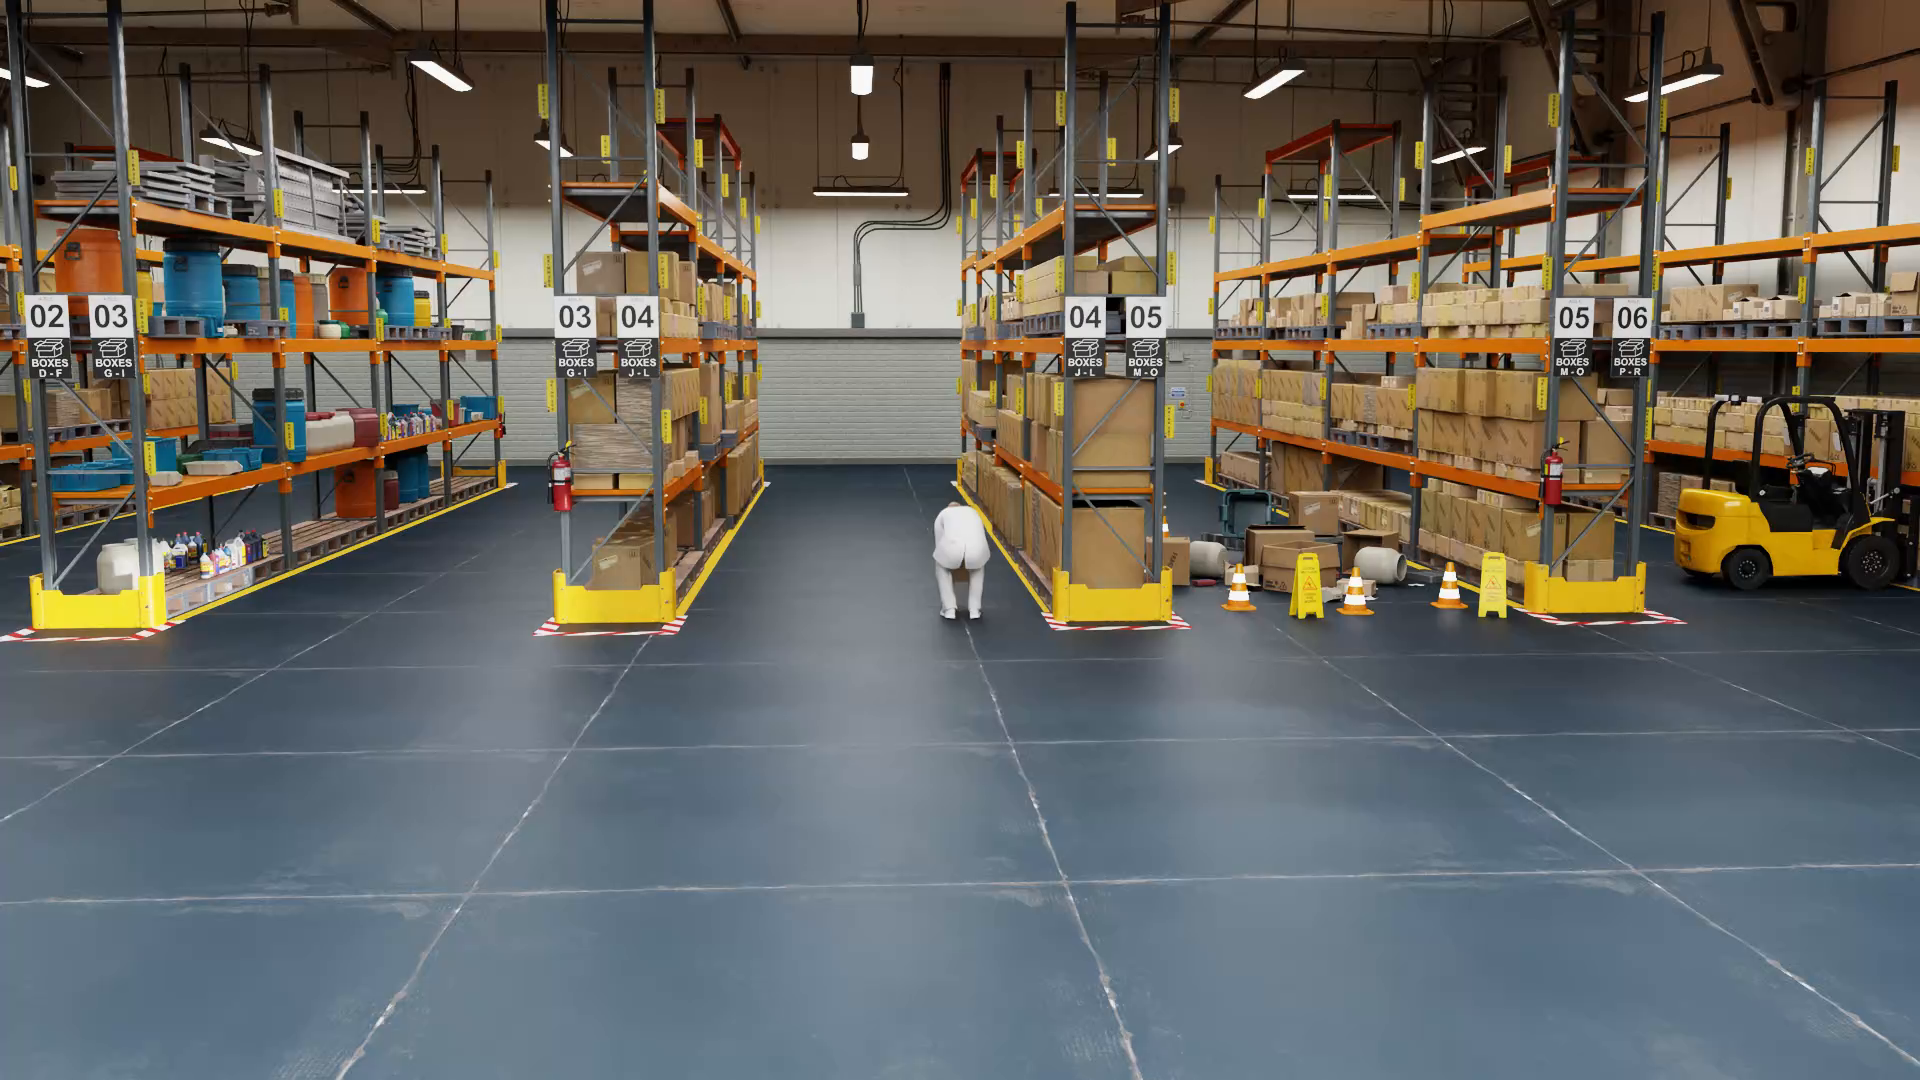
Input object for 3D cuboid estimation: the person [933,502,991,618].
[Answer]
[{"bbox_3d":[-0.001,0.209,16.925,0.586,1.100,0.940,-1,7,-7],"label":"person"}]
